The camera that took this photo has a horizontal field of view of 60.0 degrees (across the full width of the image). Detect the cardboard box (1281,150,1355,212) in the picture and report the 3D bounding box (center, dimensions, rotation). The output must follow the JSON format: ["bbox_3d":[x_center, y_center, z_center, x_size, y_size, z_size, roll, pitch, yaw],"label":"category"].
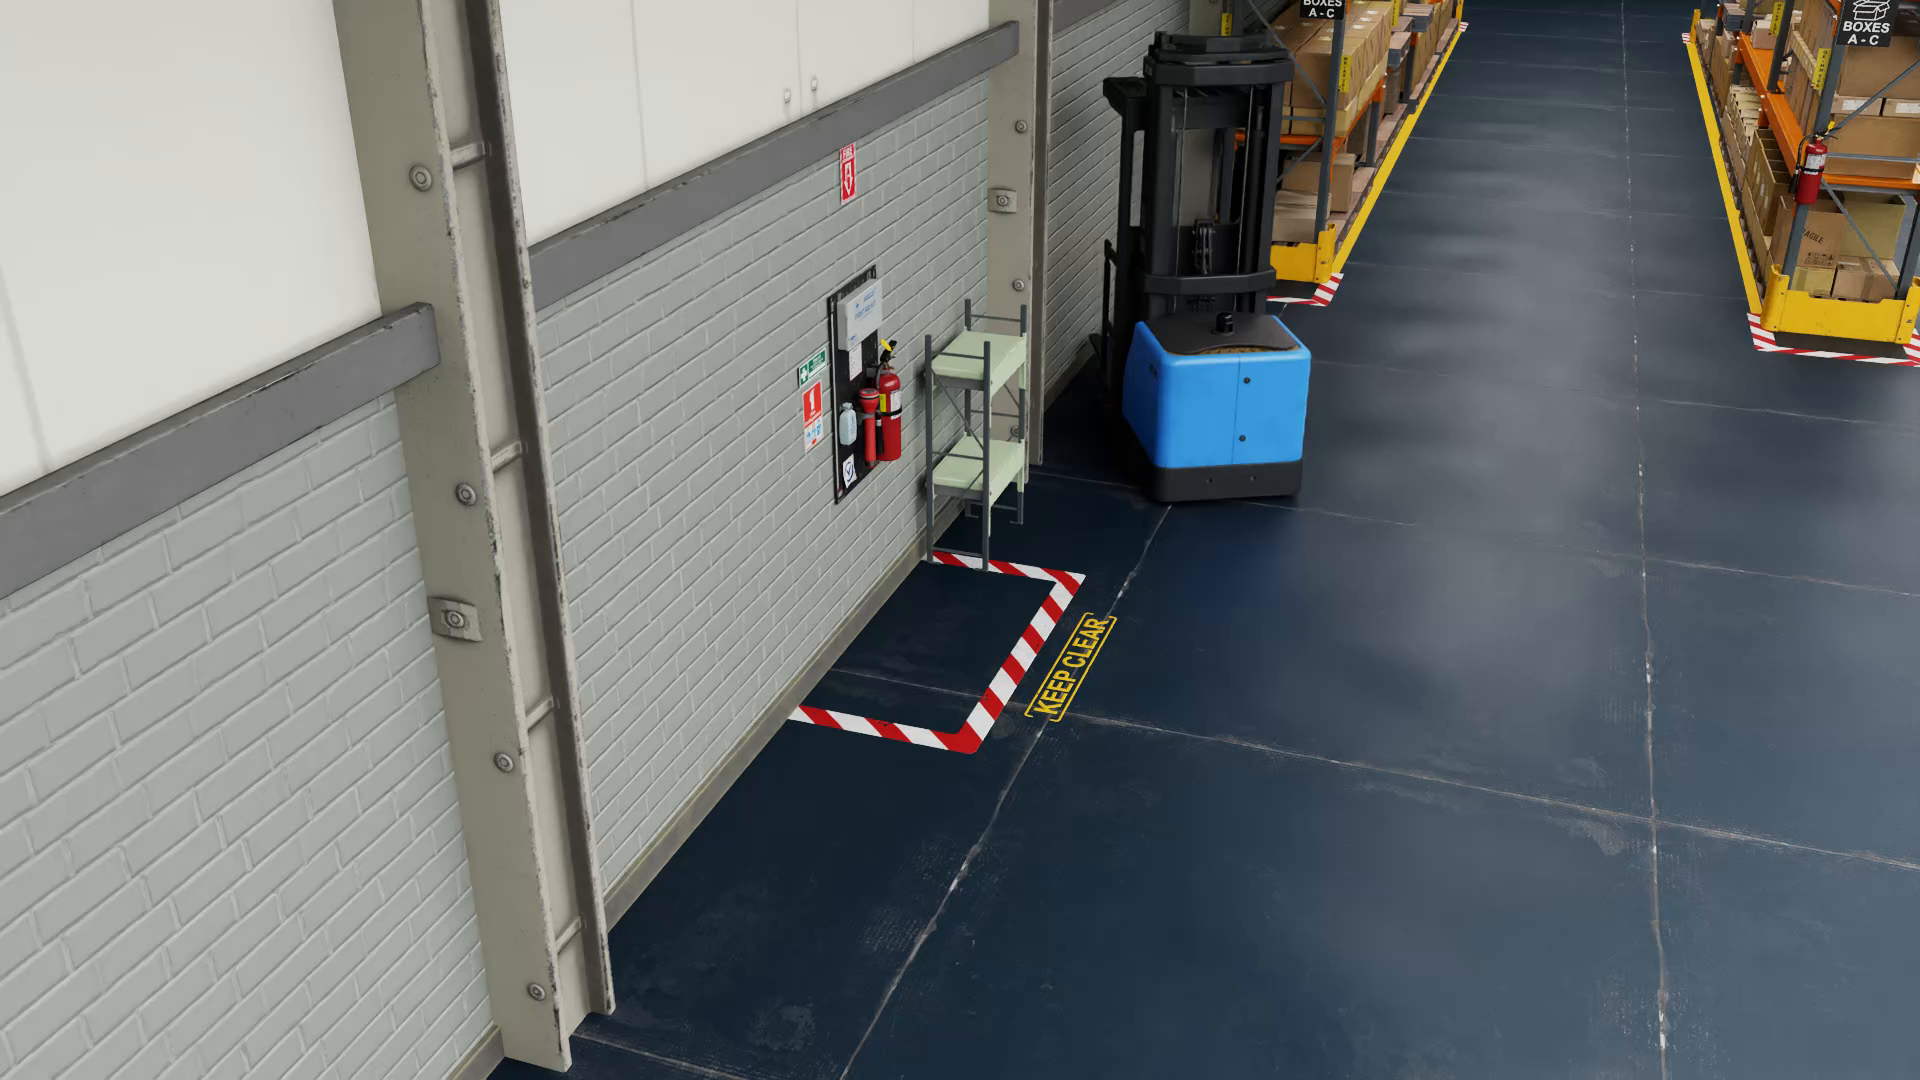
[{"bbox_3d":[3.756,-3.772,17.463,0.700,0.500,0.500,7,27,14],"label":"cardboard box"}]

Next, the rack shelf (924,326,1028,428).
[{"bbox_3d":[0.104,-1.009,10.217,0.431,0.370,0.720,9,27,17],"label":"rack shelf"}]

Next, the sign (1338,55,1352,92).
[{"bbox_3d":[3.471,-4.211,15.011,0.100,0.325,0.005,9,27,17],"label":"sign"}]

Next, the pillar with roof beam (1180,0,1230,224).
[{"bbox_3d":[6.436,-6.389,13.619,9.100,9.000,0.400,9,27,17],"label":"pillar with roof beam"}]

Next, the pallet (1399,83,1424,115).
[{"bbox_3d":[5.955,-6.245,23.406,1.003,0.211,1.213,9,27,17],"label":"pallet"}]

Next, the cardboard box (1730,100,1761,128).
[{"bbox_3d":[9.504,-5.075,19.820,0.500,0.311,0.500,8,27,16],"label":"cardboard box"}]

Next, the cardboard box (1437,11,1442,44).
[{"bbox_3d":[7.298,-8.187,26.604,0.700,0.500,0.500,9,27,18],"label":"cardboard box"}]

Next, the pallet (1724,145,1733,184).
[{"bbox_3d":[9.576,-4.383,19.560,1.003,0.211,1.213,9,27,17],"label":"pallet"}]

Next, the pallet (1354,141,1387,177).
[{"bbox_3d":[4.548,-4.609,20.026,1.003,0.211,1.213,9,27,17],"label":"pallet"}]

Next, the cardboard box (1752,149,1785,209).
[{"bbox_3d":[8.181,-3.559,16.472,0.500,0.500,0.500,9,27,17],"label":"cardboard box"}]

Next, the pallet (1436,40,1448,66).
[{"bbox_3d":[7.280,-7.877,26.777,1.003,0.211,1.213,9,27,17],"label":"pallet"}]

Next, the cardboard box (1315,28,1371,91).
[{"bbox_3d":[3.754,-4.744,16.395,0.500,0.500,0.500,8,27,16],"label":"cardboard box"}]

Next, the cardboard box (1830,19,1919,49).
[{"bbox_3d":[7.987,-4.240,14.462,0.700,0.500,0.500,8,27,16],"label":"cardboard box"}]

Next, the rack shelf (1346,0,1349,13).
[{"bbox_3d":[3.625,-5.748,16.563,1.077,0.370,4.000,9,27,17],"label":"rack shelf"}]

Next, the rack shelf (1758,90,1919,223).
[{"bbox_3d":[8.298,-3.681,15.736,1.077,0.370,4.000,9,27,17],"label":"rack shelf"}]

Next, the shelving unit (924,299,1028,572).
[{"bbox_3d":[0.104,-0.657,10.387,0.431,1.500,0.755,9,27,17],"label":"shelving unit"}]

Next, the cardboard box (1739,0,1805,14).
[{"bbox_3d":[10.398,-6.980,21.127,0.700,0.500,0.500,0,26,0],"label":"cardboard box"}]

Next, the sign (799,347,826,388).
[{"bbox_3d":[-0.750,-0.880,8.476,0.001,0.109,0.331,9,27,17],"label":"sign"}]

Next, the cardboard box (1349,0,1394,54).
[{"bbox_3d":[4.425,-5.583,18.128,0.500,0.500,0.500,9,27,17],"label":"cardboard box"}]

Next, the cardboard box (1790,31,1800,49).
[{"bbox_3d":[8.691,-5.081,16.943,0.380,0.149,0.250,9,27,17],"label":"cardboard box"}]

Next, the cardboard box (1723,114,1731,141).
[{"bbox_3d":[9.677,-5.042,20.396,0.500,0.250,0.500,8,27,16],"label":"cardboard box"}]

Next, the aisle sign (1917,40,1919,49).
[{"bbox_3d":[7.899,-4.281,13.168,0.394,0.787,0.004,9,27,17],"label":"aisle sign"}]

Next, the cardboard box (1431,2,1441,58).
[{"bbox_3d":[6.859,-7.766,25.333,0.750,0.750,0.750,9,27,18],"label":"cardboard box"}]

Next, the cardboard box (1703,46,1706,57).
[{"bbox_3d":[11.616,-7.467,25.497,0.380,0.149,0.250,9,27,17],"label":"cardboard box"}]

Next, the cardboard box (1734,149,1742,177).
[{"bbox_3d":[8.998,-4.198,18.652,0.500,0.250,0.500,8,27,17],"label":"cardboard box"}]

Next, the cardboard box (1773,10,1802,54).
[{"bbox_3d":[9.751,-5.823,19.221,0.500,0.500,0.500,7,27,15],"label":"cardboard box"}]

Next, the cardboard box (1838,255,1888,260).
[{"bbox_3d":[8.183,-2.528,15.203,0.500,0.250,0.500,9,27,17],"label":"cardboard box"}]

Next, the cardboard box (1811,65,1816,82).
[{"bbox_3d":[8.009,-4.237,15.199,0.380,0.149,0.250,10,27,19],"label":"cardboard box"}]

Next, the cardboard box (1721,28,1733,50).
[{"bbox_3d":[10.902,-6.950,23.166,0.500,0.250,0.500,9,27,18],"label":"cardboard box"}]

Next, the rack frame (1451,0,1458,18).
[{"bbox_3d":[8.284,-10.475,28.942,1.000,3.000,0.127,9,27,17],"label":"rack frame"}]

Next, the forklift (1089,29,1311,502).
[{"bbox_3d":[1.609,-2.189,11.907,1.130,2.935,3.031,-3,26,-7],"label":"forklift"}]

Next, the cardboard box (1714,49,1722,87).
[{"bbox_3d":[10.894,-6.599,23.300,0.500,0.500,0.500,9,27,18],"label":"cardboard box"}]

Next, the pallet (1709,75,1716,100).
[{"bbox_3d":[11.390,-6.519,23.973,1.003,0.211,1.213,9,27,17],"label":"pallet"}]

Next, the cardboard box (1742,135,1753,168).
[{"bbox_3d":[8.828,-4.238,18.092,0.500,0.311,0.500,9,27,17],"label":"cardboard box"}]

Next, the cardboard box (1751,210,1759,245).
[{"bbox_3d":[8.020,-3.016,16.210,0.500,0.250,0.500,9,27,17],"label":"cardboard box"}]

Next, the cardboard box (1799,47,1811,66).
[{"bbox_3d":[8.352,-4.661,16.076,0.380,0.149,0.250,8,27,16],"label":"cardboard box"}]

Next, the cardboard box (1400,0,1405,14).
[{"bbox_3d":[5.314,-7.002,21.150,0.700,0.500,0.500,6,27,13],"label":"cardboard box"}]

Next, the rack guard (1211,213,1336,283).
[{"bbox_3d":[2.985,-2.806,15.971,1.175,0.500,0.348,9,27,17],"label":"rack guard"}]

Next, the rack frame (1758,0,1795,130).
[{"bbox_3d":[8.963,-4.827,17.277,1.000,3.000,0.127,9,27,17],"label":"rack frame"}]

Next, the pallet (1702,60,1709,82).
[{"bbox_3d":[11.855,-7.141,25.257,1.003,0.211,1.213,9,27,17],"label":"pallet"}]

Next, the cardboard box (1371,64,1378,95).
[{"bbox_3d":[4.092,-4.834,17.441,0.500,0.250,0.500,9,27,17],"label":"cardboard box"}]

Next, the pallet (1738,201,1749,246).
[{"bbox_3d":[8.659,-3.251,17.222,1.003,0.211,1.213,9,27,17],"label":"pallet"}]

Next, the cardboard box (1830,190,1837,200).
[{"bbox_3d":[8.339,-3.073,15.468,0.500,0.500,0.500,9,27,17],"label":"cardboard box"}]

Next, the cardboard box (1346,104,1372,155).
[{"bbox_3d":[4.520,-4.921,19.836,0.700,0.500,0.500,10,27,19],"label":"cardboard box"}]

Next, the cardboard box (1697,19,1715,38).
[{"bbox_3d":[12.342,-8.331,27.164,0.500,0.250,0.500,9,27,17],"label":"cardboard box"}]

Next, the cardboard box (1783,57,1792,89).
[{"bbox_3d":[9.086,-4.968,17.740,0.500,0.250,0.500,11,28,21],"label":"cardboard box"}]

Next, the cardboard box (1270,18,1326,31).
[{"bbox_3d":[3.428,-5.029,16.983,0.500,0.500,0.500,9,27,18],"label":"cardboard box"}]

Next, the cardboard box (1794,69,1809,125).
[{"bbox_3d":[8.481,-4.265,16.002,0.700,0.500,0.500,9,27,18],"label":"cardboard box"}]

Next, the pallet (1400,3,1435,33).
[{"bbox_3d":[5.485,-6.793,21.557,1.213,0.211,1.003,9,27,17],"label":"pallet"}]

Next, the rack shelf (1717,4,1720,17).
[{"bbox_3d":[12.291,-8.612,25.921,1.077,0.370,4.000,9,27,17],"label":"rack shelf"}]

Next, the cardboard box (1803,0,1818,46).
[{"bbox_3d":[8.655,-5.064,16.164,0.700,0.500,0.500,9,27,17],"label":"cardboard box"}]

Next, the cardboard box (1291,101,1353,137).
[{"bbox_3d":[3.421,-3.996,15.709,0.500,0.250,0.500,8,27,16],"label":"cardboard box"}]

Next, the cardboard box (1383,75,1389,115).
[{"bbox_3d":[5.150,-5.762,21.572,0.700,0.500,0.500,9,27,17],"label":"cardboard box"}]

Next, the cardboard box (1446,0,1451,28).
[{"bbox_3d":[7.979,-9.031,28.347,0.700,0.500,0.500,9,27,17],"label":"cardboard box"}]
